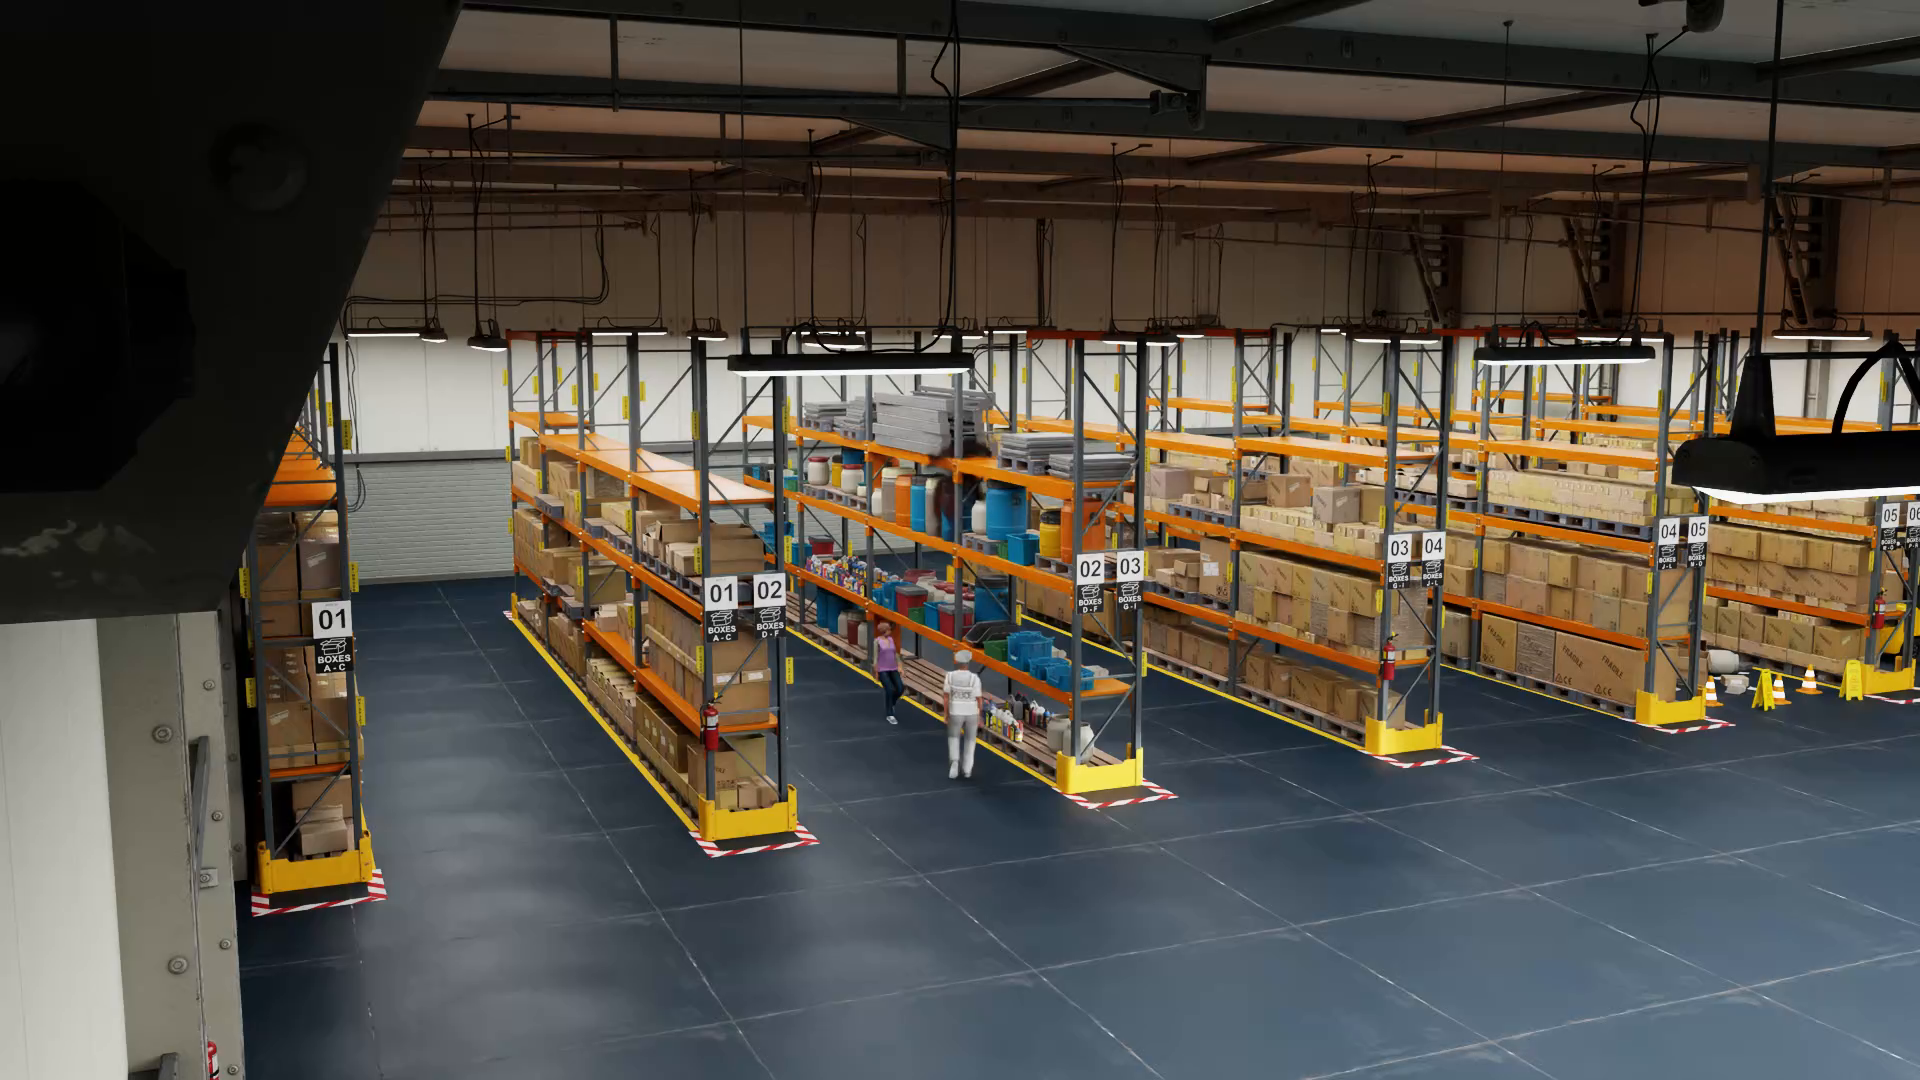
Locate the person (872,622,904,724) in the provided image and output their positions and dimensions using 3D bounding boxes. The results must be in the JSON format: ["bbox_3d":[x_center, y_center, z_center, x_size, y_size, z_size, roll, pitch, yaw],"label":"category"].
[{"bbox_3d":[-1.094,2.061,25.935,0.458,1.542,0.536,-5,9,-33],"label":"person"}]

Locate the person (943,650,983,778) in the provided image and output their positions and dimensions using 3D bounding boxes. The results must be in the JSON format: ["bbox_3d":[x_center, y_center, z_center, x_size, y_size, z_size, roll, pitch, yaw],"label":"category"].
[{"bbox_3d":[0.037,2.369,22.642,0.549,1.767,0.550,1,8,8],"label":"person"}]
